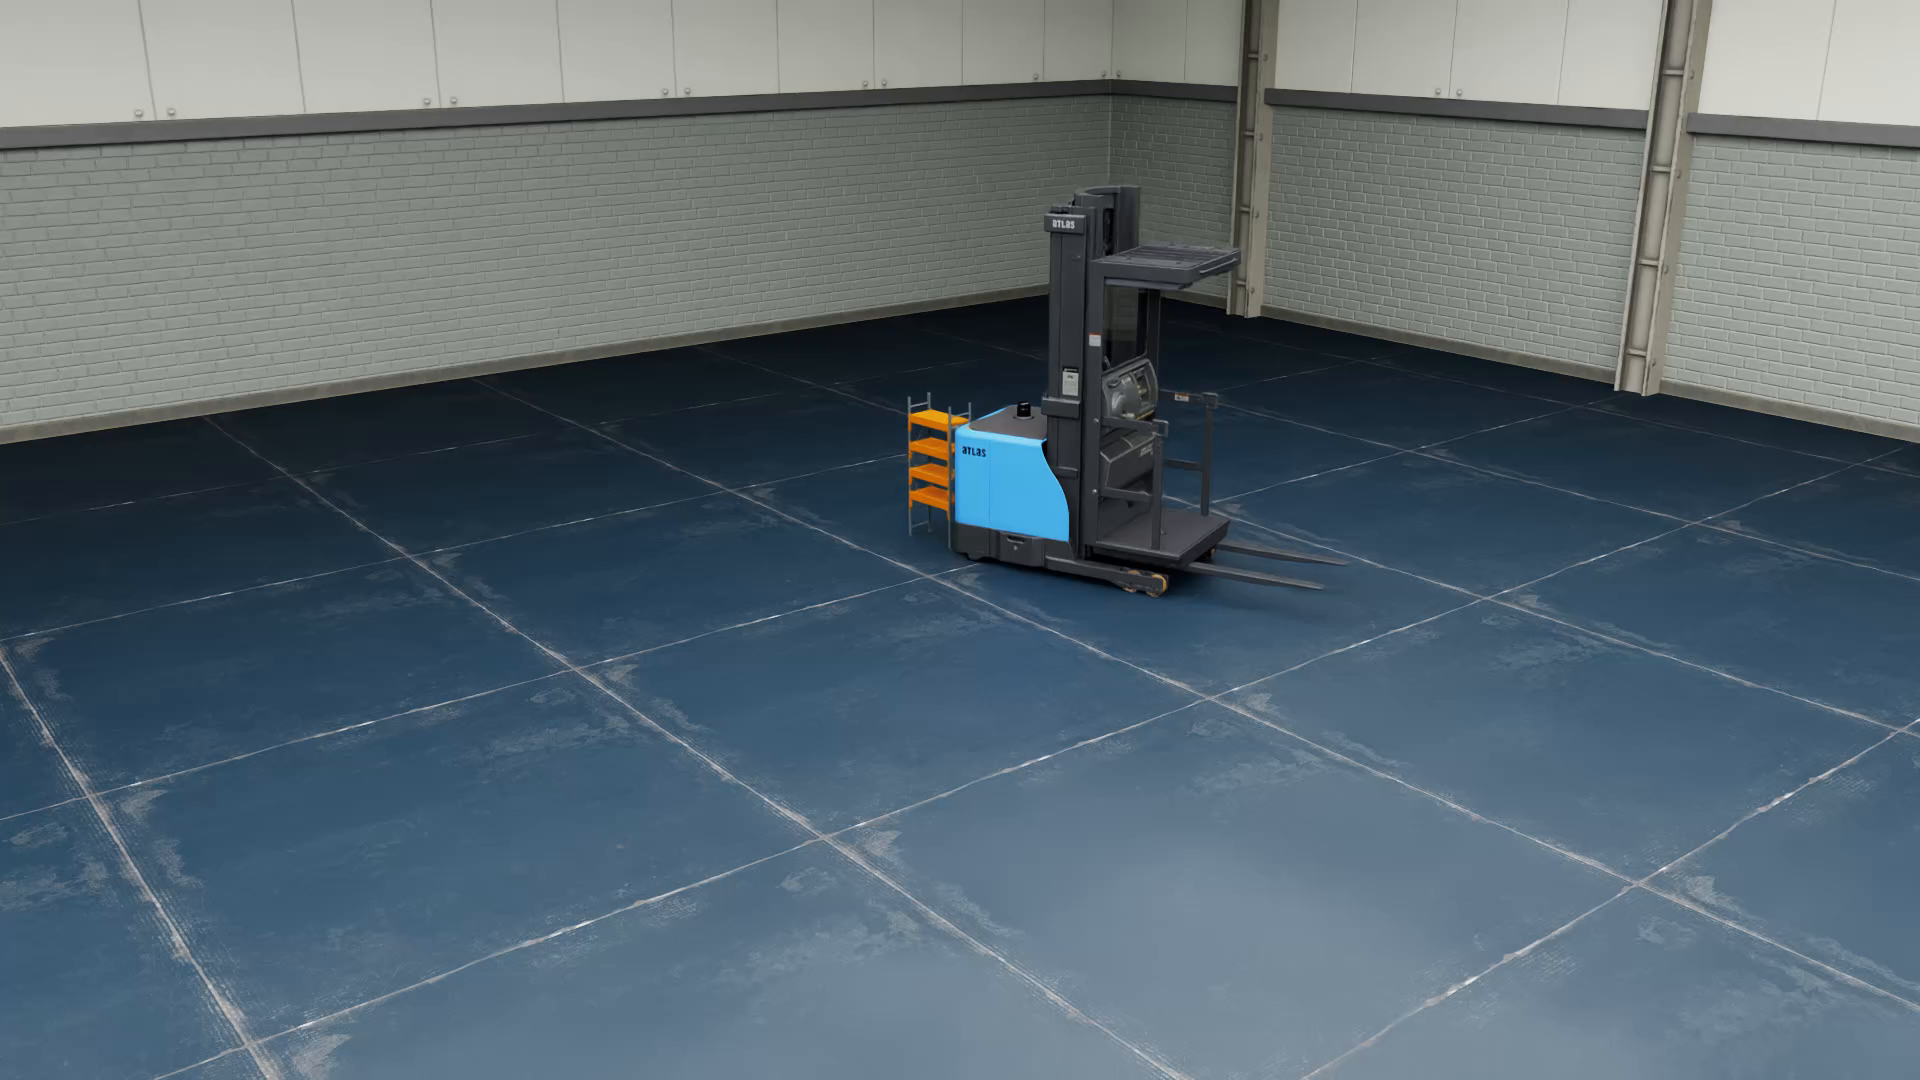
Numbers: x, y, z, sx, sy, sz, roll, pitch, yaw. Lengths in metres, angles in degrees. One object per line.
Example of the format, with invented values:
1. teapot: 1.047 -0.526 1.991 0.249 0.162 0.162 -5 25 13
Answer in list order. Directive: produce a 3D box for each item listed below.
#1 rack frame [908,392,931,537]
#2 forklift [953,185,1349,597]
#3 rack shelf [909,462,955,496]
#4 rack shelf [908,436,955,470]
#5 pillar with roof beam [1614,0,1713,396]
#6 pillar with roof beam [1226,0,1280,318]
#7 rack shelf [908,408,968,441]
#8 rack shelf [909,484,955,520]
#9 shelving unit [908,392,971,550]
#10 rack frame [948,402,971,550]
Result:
1. rack frame: -0.335 -0.624 13.839 0.240 1.200 0.015 -16 24 -41
2. forklift: 1.482 -1.153 12.681 3.031 2.935 1.130 10 21 28
3. rack shelf: -0.168 -0.504 13.691 0.258 0.148 0.480 -16 24 -41
4. rack shelf: -0.168 -0.717 13.621 0.258 0.148 0.480 -16 24 -41
5. pillar with roof beam: 4.356 -5.132 15.045 9.100 9.000 0.400 -14 23 -36
6. pillar with roof beam: 0.630 -6.610 19.510 9.100 9.000 0.400 -14 23 -36
7. rack shelf: -0.168 -0.941 13.547 0.258 0.148 0.480 -16 24 -41
8. rack shelf: -0.168 -0.316 13.754 0.258 0.148 0.480 -16 24 -41
9. shelving unit: -0.168 -0.568 13.670 0.258 1.200 0.503 -16 24 -41
10. rack frame: -0.001 -0.512 13.501 0.240 1.200 0.015 -16 24 -41
